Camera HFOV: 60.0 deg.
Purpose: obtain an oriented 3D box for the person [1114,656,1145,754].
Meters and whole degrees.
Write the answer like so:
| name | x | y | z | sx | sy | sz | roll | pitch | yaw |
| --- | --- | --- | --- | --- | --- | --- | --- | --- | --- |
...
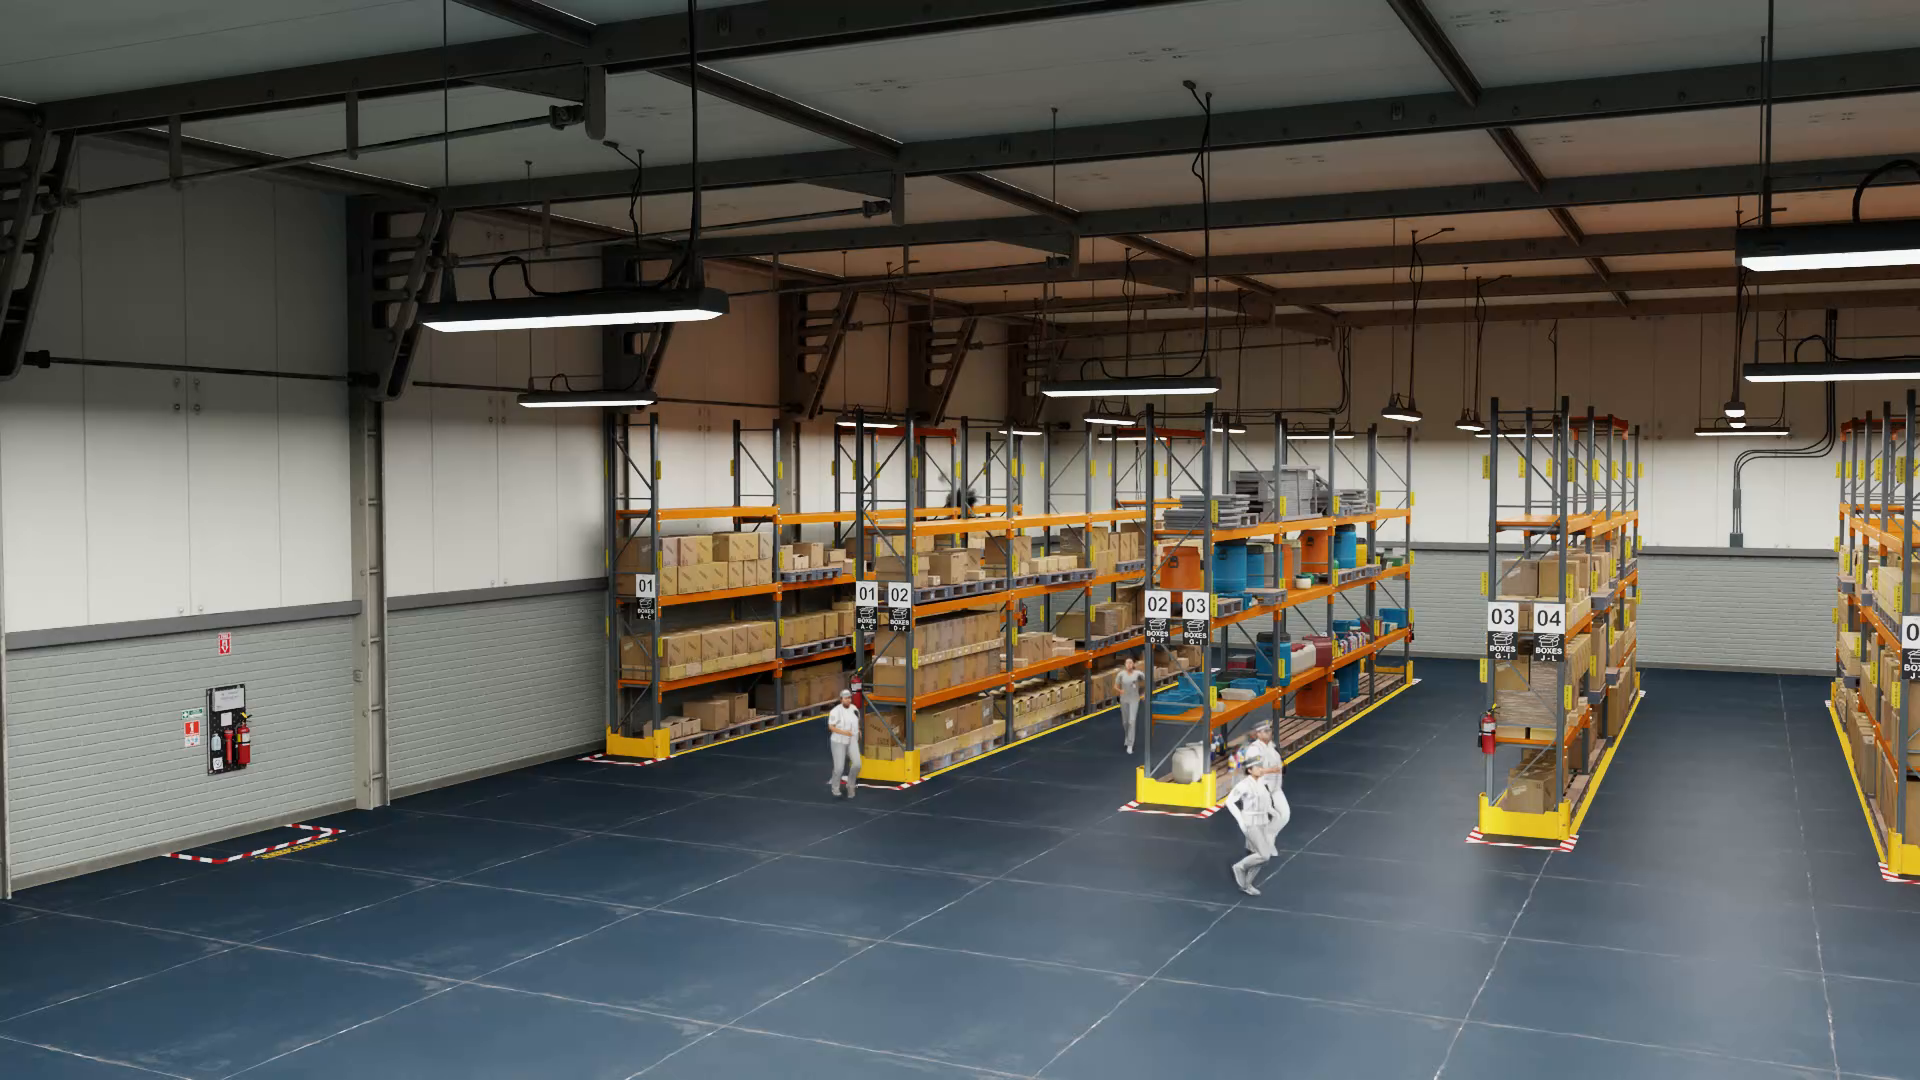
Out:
| name | x | y | z | sx | sy | sz | roll | pitch | yaw |
| --- | --- | --- | --- | --- | --- | --- | --- | --- | --- |
| person | 3.041 | 2.913 | 29.691 | 0.582 | 1.697 | 0.853 | 1 | 2 | 14 |

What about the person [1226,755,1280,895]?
| name | x | y | z | sx | sy | sz | roll | pitch | yaw |
| --- | --- | --- | --- | --- | --- | --- | --- | --- | --- |
| person | 3.499 | 3.351 | 19.534 | 0.605 | 1.659 | 0.535 | -2 | 3 | -44 |

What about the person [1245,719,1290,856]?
| name | x | y | z | sx | sy | sz | roll | pitch | yaw |
| --- | --- | --- | --- | --- | --- | --- | --- | --- | --- |
| person | 3.991 | 3.224 | 21.512 | 0.643 | 1.811 | 0.676 | -2 | 3 | -37 |

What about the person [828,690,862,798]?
| name | x | y | z | sx | sy | sz | roll | pitch | yaw |
| --- | --- | --- | --- | --- | --- | --- | --- | --- | --- |
| person | -1.723 | 3.129 | 25.379 | 0.626 | 1.685 | 0.673 | -1 | 3 | -29 |
